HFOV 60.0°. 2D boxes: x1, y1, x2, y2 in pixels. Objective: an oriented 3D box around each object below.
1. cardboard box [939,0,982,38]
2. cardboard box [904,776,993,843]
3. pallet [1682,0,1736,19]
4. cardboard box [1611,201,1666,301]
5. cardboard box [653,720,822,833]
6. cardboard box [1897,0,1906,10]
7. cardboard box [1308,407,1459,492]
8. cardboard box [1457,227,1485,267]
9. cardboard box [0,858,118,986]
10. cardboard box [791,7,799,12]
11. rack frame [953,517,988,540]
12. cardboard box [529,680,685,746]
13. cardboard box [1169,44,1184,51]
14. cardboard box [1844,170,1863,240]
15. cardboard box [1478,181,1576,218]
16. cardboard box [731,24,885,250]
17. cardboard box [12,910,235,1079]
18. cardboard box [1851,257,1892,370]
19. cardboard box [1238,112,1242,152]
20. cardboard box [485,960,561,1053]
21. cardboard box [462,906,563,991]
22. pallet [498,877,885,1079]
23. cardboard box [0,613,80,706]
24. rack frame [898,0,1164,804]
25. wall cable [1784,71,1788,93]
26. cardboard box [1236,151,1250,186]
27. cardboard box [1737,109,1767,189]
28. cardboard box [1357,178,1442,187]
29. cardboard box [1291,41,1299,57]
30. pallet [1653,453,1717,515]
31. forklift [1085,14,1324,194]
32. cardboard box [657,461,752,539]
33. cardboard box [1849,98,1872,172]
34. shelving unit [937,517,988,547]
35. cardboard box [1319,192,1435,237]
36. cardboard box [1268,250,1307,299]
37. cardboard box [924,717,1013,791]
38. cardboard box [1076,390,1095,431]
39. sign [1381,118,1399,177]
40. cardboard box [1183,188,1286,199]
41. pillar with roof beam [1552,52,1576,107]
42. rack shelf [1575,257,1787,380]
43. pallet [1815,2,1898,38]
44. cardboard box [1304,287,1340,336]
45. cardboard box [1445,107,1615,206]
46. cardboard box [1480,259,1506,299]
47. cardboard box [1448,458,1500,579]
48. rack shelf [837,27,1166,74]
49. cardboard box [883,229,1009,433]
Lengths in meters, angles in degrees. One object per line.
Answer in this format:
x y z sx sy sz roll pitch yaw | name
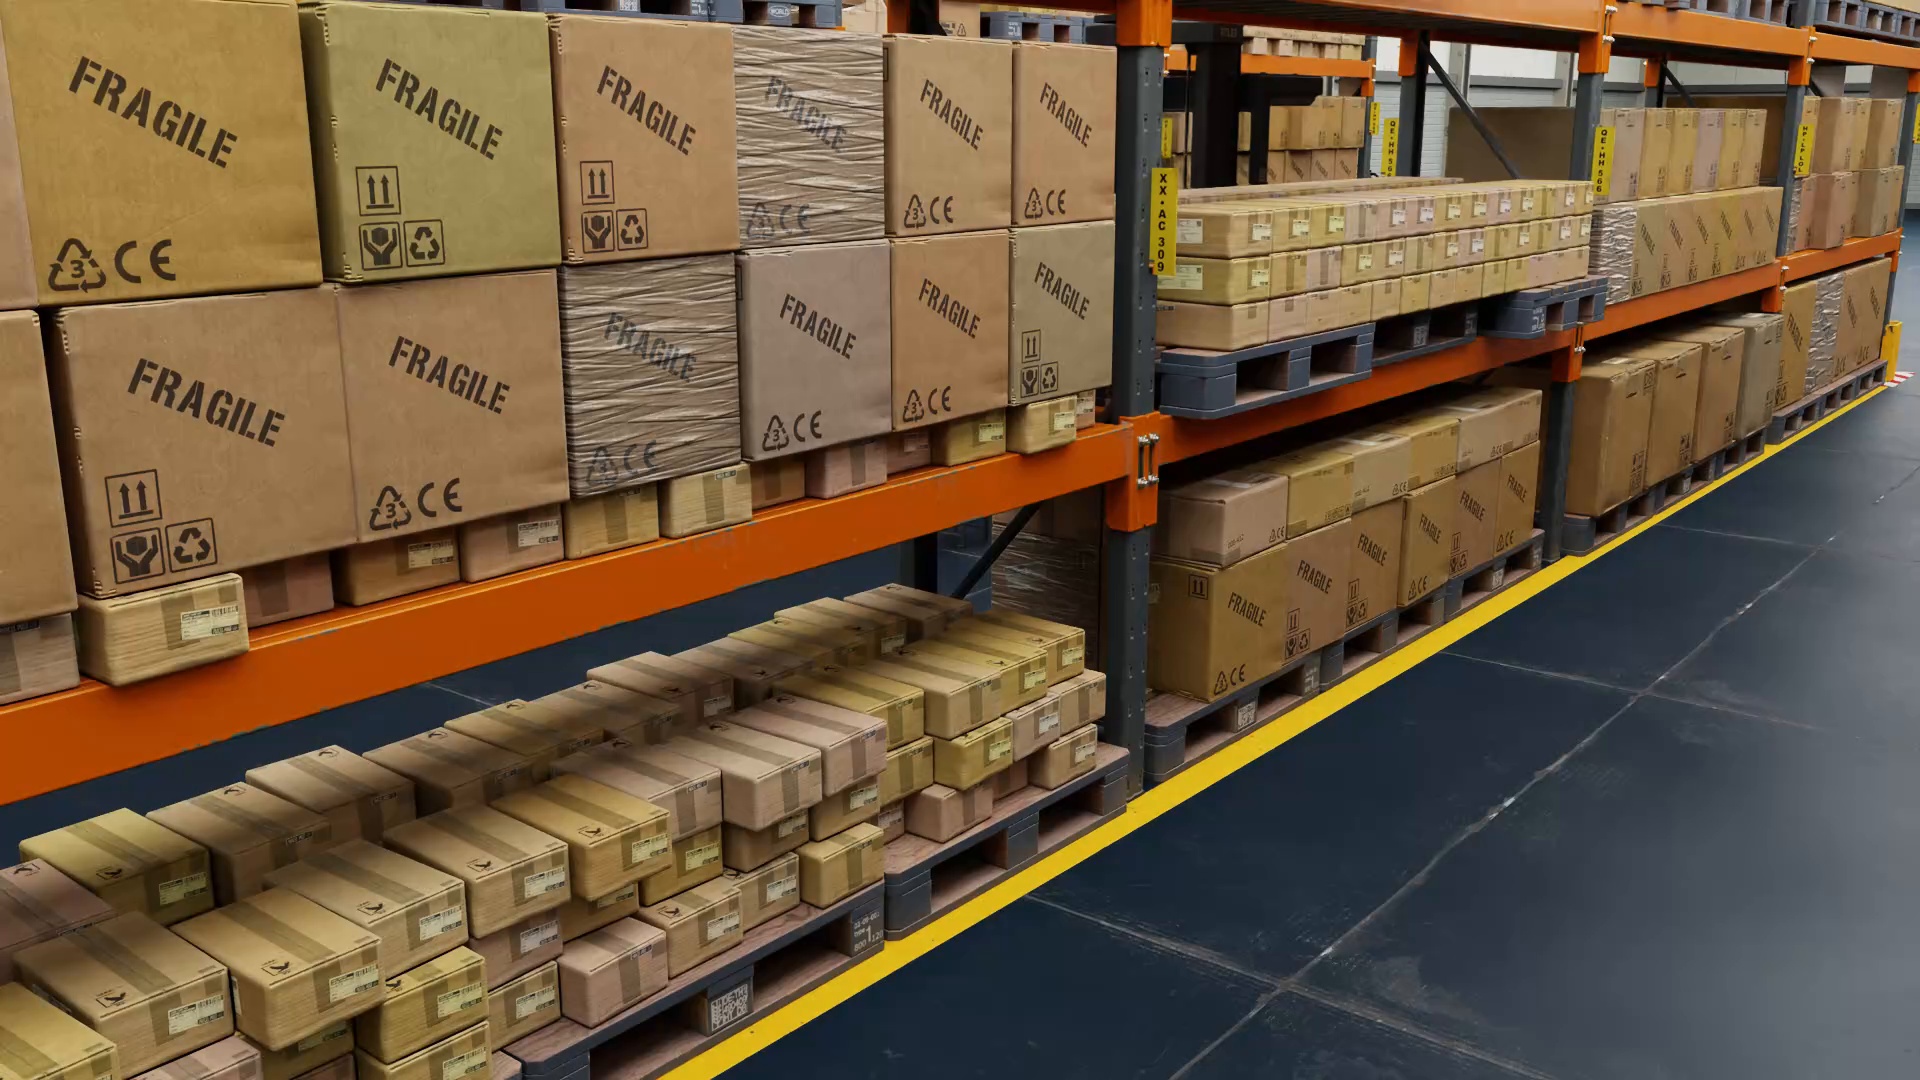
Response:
-0.263 -3.961 12.320 0.797 0.503 0.637 11 18 38 | cardboard box
-0.126 0.756 4.993 0.380 0.149 0.250 11 18 36 | cardboard box
3.778 -3.122 9.613 1.003 0.211 1.213 12 19 40 | pallet
3.524 -1.604 9.143 0.500 0.500 0.500 11 18 37 | cardboard box
-0.584 0.612 4.352 0.380 0.149 0.250 10 18 36 | cardboard box
7.157 -4.219 13.000 0.380 0.149 0.250 11 18 37 | cardboard box
1.848 -0.404 7.324 0.500 0.250 0.500 12 18 39 | cardboard box
1.949 -1.227 6.915 0.380 0.149 0.250 12 18 39 | cardboard box
-1.976 0.828 3.499 0.380 0.149 0.250 12 18 39 | cardboard box
-1.836 -5.478 17.628 0.500 0.311 0.500 12 18 39 | cardboard box
0.059 -0.454 9.083 0.240 0.900 0.006 11 18 38 | rack frame
-0.994 0.530 4.673 0.380 0.149 0.250 10 18 35 | cardboard box
1.705 -4.281 14.299 0.380 0.149 0.250 11 18 37 | cardboard box
6.766 -2.744 13.528 0.875 0.550 0.550 11 18 38 | cardboard box
2.603 -1.571 7.665 0.380 0.149 0.250 11 18 37 | cardboard box
-0.538 -0.997 4.119 0.500 0.500 0.500 12 18 39 | cardboard box
-1.641 0.889 3.260 0.380 0.149 0.250 12 18 39 | cardboard box
7.367 -1.980 14.285 0.875 0.875 0.875 11 18 38 | cardboard box
2.098 -3.749 14.950 0.700 0.500 0.500 11 18 38 | cardboard box
-1.152 1.039 3.879 0.380 0.149 0.250 11 18 38 | cardboard box
-1.145 0.890 3.862 0.380 0.149 0.250 10 17 35 | cardboard box
-0.961 1.073 4.472 1.003 0.211 1.213 11 18 38 | pallet
-1.727 0.174 2.858 0.380 0.149 0.250 12 19 40 | cardboard box
0.200 -0.648 5.581 1.000 3.000 0.127 11 18 38 | rack frame
20.562 -11.974 44.286 3.097 2.526 0.112 11 18 38 | wall cable
2.431 -3.354 15.427 0.500 0.500 0.500 11 18 37 | cardboard box
4.921 -2.617 11.098 0.700 0.500 0.500 11 18 37 | cardboard box
2.106 -1.674 8.067 0.380 0.149 0.250 11 18 36 | cardboard box
2.995 -4.672 15.840 0.380 0.149 0.250 11 18 36 | cardboard box
4.035 -0.434 10.403 1.003 0.211 1.213 11 18 38 | pallet
1.593 -1.916 10.714 1.130 2.935 3.031 12 19 39 | forklift
-0.724 -0.125 4.031 0.380 0.149 0.250 12 18 39 | cardboard box
6.515 -3.149 12.930 0.875 0.550 0.500 11 18 38 | cardboard box
-0.005 -0.435 9.006 0.258 0.900 0.210 11 18 38 | shelving unit
1.617 -1.270 6.479 0.380 0.149 0.250 12 19 40 | cardboard box
0.967 -0.928 5.737 0.380 0.149 0.250 11 18 36 | cardboard box
-0.066 0.604 4.988 0.380 0.149 0.250 10 18 36 | cardboard box
0.203 -0.435 5.254 0.380 0.149 0.250 11 18 37 | cardboard box
2.280 -2.060 8.789 0.100 0.325 0.005 11 18 38 | sign
1.120 -1.374 6.890 0.380 0.149 0.250 10 18 35 | cardboard box
17.260 -11.304 35.343 9.100 9.000 0.400 11 18 38 | pillar with roof beam
3.971 -1.448 10.192 1.077 0.370 4.000 11 18 38 | rack shelf
6.518 -3.978 12.779 1.003 0.211 1.213 11 18 38 | pallet
1.135 -0.835 5.975 0.380 0.149 0.250 11 18 38 | cardboard box
3.004 -2.031 8.793 0.700 0.500 0.500 11 18 37 | cardboard box
2.115 -1.134 7.154 0.380 0.149 0.250 10 18 35 | cardboard box
2.175 -0.140 7.808 0.500 0.500 0.500 12 19 40 | cardboard box
0.058 -3.649 12.762 1.077 0.370 4.000 11 18 38 | rack shelf
-0.211 -0.605 4.604 0.500 0.500 0.500 11 18 36 | cardboard box
